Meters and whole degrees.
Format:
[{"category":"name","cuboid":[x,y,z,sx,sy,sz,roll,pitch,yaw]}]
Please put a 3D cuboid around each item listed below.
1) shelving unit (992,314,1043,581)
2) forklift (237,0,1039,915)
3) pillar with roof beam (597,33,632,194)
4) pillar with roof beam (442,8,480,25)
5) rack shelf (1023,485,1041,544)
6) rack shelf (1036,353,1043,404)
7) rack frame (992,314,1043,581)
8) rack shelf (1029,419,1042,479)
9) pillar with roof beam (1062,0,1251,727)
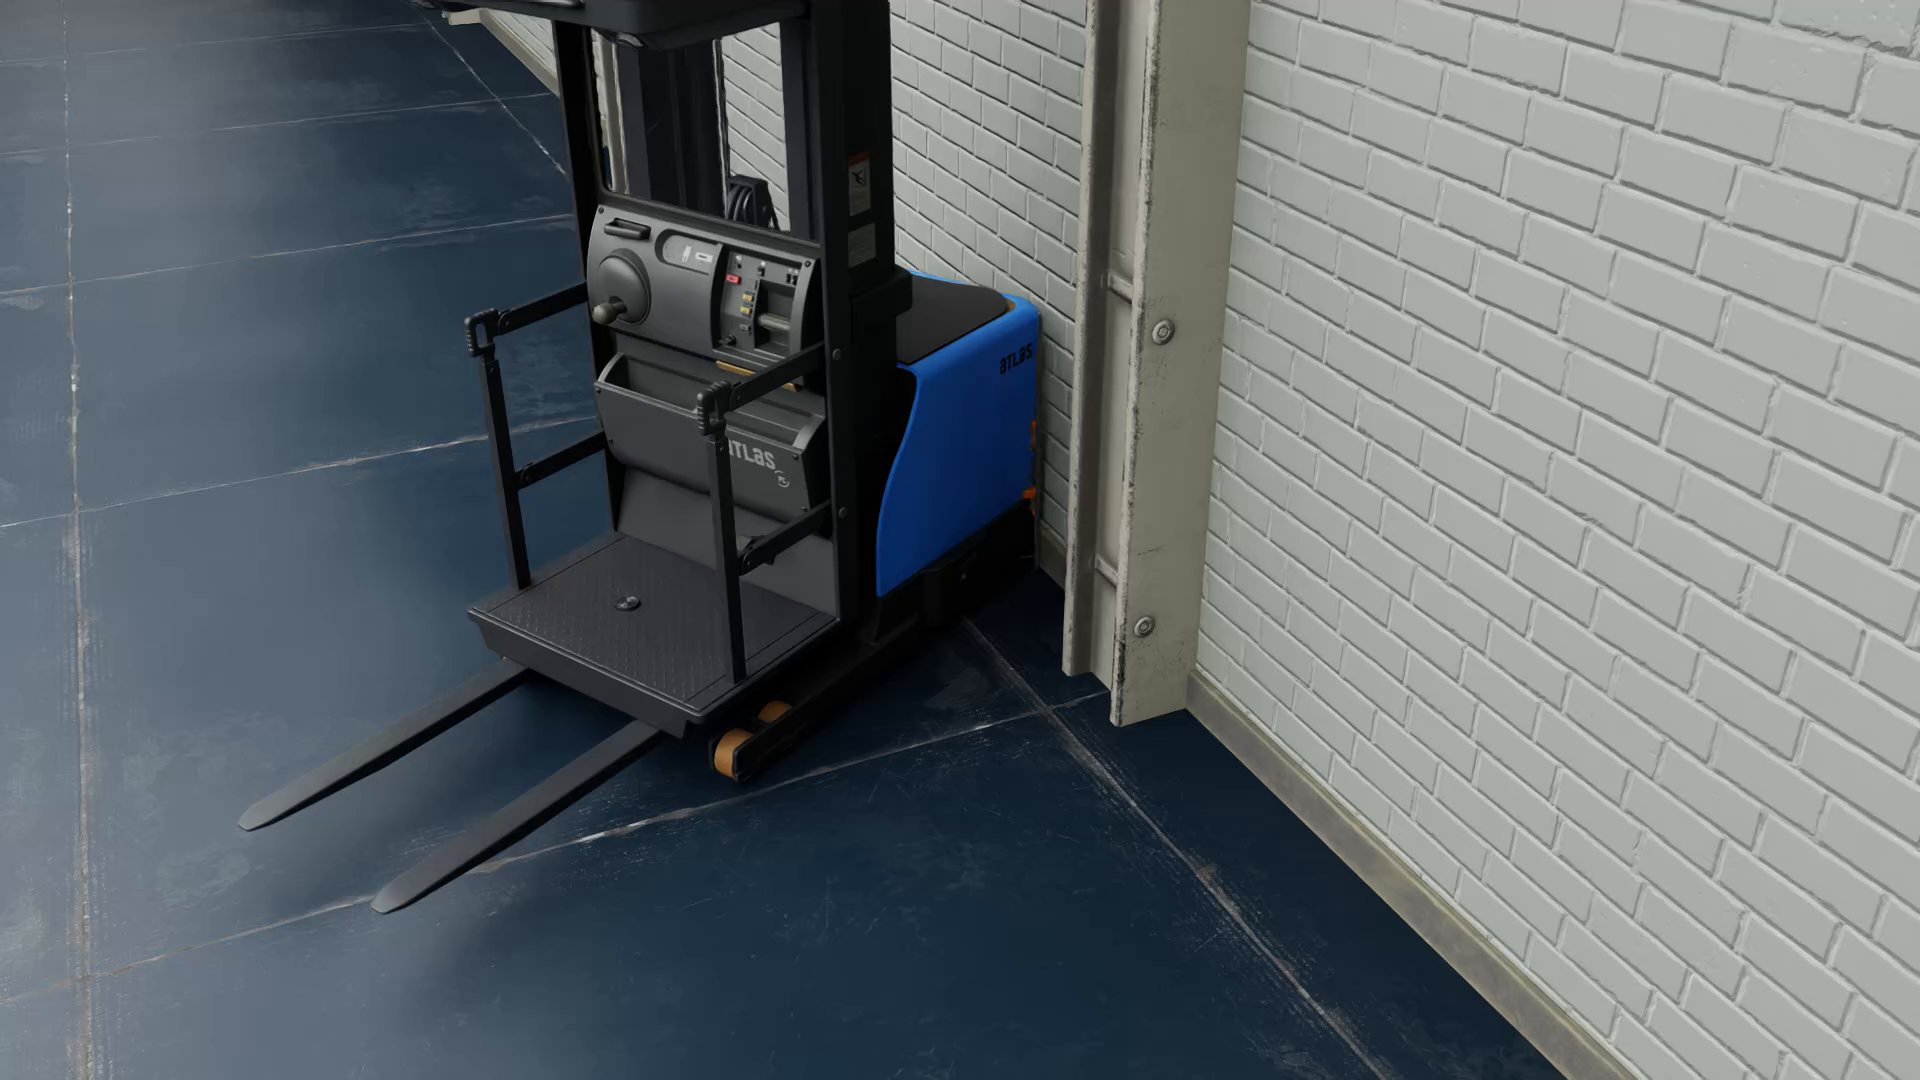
[{"category":"shelving unit","cuboid":[0.164,-0.383,6.387,0.215,1.050,0.252,-11,27,-22]},{"category":"forklift","cuboid":[-0.955,-0.771,5.129,1.130,2.935,3.031,19,35,30]},{"category":"pillar with roof beam","cuboid":[-5.879,-5.158,6.747,9.100,9.000,0.400,-13,32,-22]},{"category":"pillar with roof beam","cuboid":[-8.454,-7.808,11.474,9.100,9.000,0.400,-13,32,-22]},{"category":"rack shelf","cuboid":[0.167,-0.121,6.509,0.215,0.259,0.240,-11,27,-22]},{"category":"rack shelf","cuboid":[0.162,-0.630,6.271,0.215,0.259,0.240,-11,27,-22]},{"category":"rack frame","cuboid":[0.215,-0.336,6.286,0.200,1.050,0.008,-11,27,-22]},{"category":"rack shelf","cuboid":[0.164,-0.373,6.391,0.215,0.259,0.240,-11,27,-22]},{"category":"pillar with roof beam","cuboid":[-3.303,-2.507,2.021,9.100,9.000,0.400,-13,32,-22]}]
